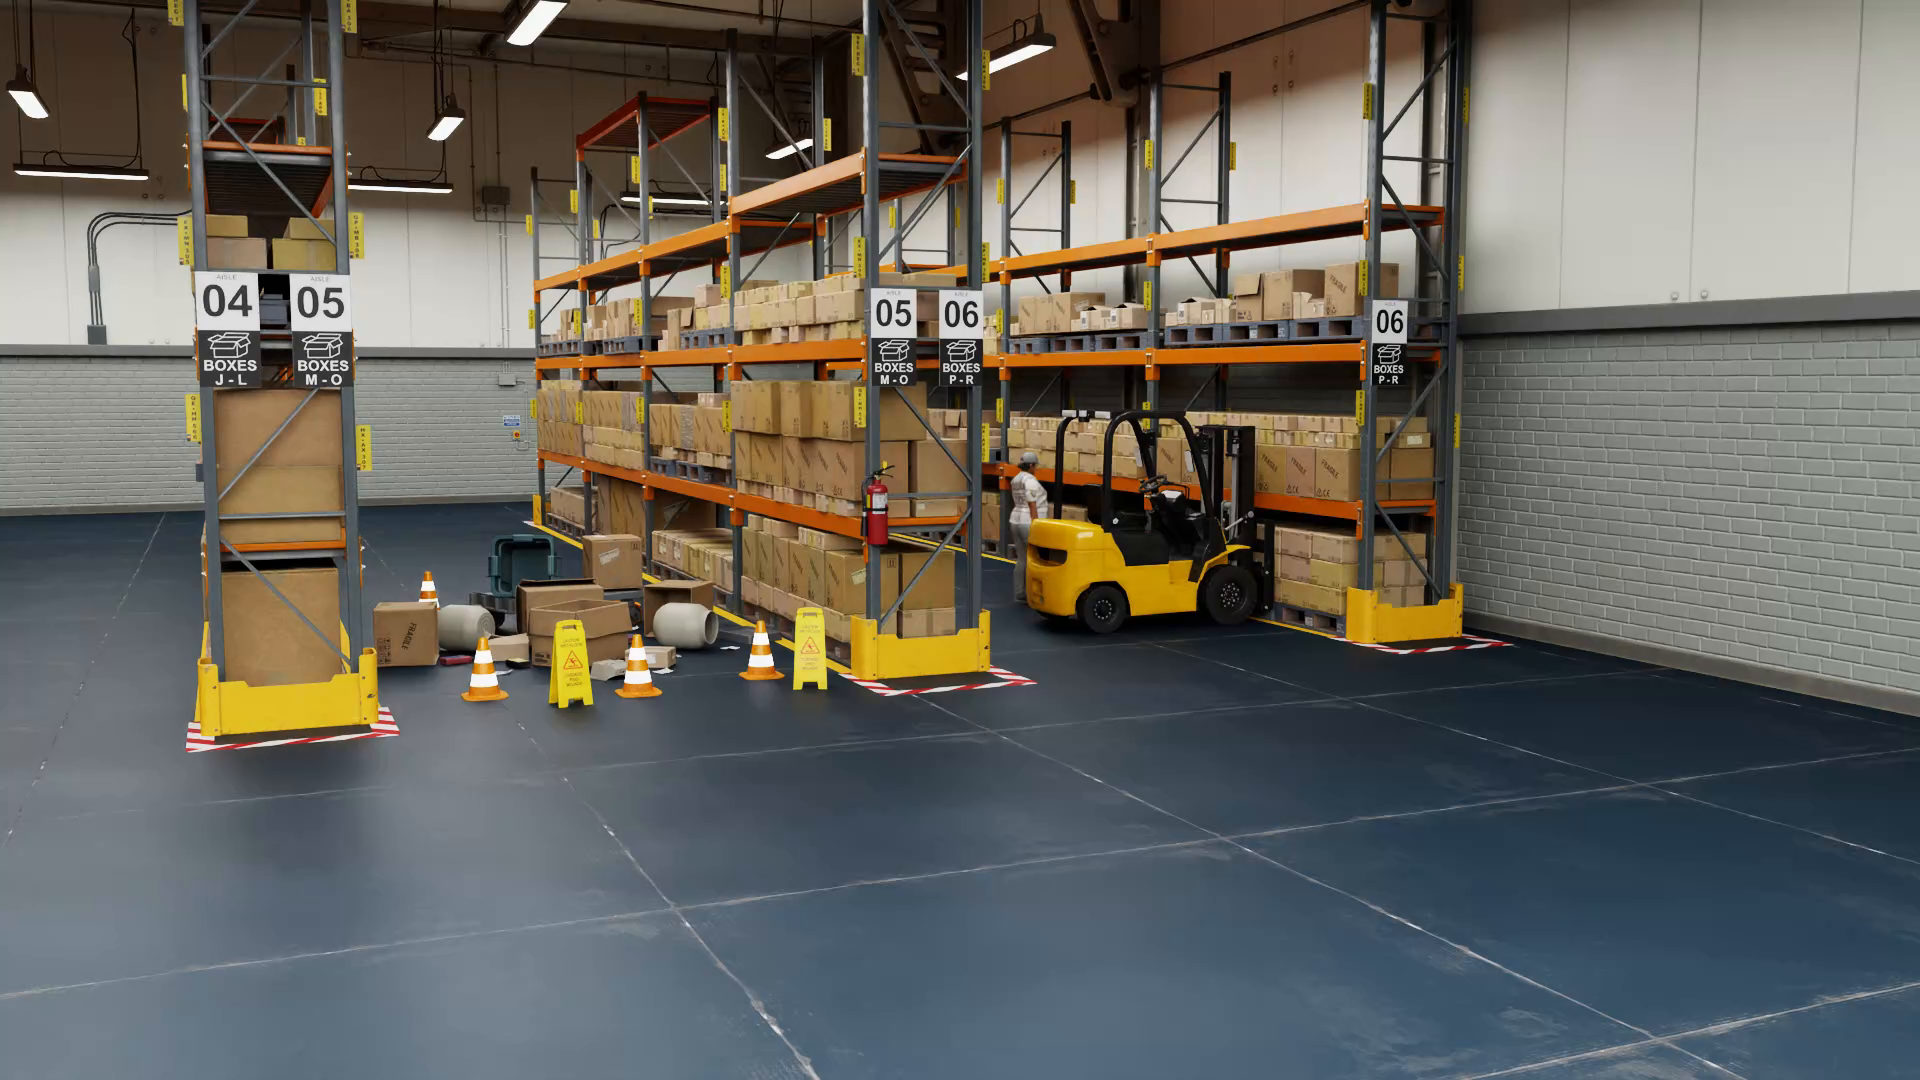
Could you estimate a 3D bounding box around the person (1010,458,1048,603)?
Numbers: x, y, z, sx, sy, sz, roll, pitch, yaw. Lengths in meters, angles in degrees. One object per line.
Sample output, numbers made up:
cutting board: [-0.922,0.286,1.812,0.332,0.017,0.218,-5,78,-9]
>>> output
person: [0.762,-0.093,18.155,0.405,1.681,0.493,-2,6,-24]
